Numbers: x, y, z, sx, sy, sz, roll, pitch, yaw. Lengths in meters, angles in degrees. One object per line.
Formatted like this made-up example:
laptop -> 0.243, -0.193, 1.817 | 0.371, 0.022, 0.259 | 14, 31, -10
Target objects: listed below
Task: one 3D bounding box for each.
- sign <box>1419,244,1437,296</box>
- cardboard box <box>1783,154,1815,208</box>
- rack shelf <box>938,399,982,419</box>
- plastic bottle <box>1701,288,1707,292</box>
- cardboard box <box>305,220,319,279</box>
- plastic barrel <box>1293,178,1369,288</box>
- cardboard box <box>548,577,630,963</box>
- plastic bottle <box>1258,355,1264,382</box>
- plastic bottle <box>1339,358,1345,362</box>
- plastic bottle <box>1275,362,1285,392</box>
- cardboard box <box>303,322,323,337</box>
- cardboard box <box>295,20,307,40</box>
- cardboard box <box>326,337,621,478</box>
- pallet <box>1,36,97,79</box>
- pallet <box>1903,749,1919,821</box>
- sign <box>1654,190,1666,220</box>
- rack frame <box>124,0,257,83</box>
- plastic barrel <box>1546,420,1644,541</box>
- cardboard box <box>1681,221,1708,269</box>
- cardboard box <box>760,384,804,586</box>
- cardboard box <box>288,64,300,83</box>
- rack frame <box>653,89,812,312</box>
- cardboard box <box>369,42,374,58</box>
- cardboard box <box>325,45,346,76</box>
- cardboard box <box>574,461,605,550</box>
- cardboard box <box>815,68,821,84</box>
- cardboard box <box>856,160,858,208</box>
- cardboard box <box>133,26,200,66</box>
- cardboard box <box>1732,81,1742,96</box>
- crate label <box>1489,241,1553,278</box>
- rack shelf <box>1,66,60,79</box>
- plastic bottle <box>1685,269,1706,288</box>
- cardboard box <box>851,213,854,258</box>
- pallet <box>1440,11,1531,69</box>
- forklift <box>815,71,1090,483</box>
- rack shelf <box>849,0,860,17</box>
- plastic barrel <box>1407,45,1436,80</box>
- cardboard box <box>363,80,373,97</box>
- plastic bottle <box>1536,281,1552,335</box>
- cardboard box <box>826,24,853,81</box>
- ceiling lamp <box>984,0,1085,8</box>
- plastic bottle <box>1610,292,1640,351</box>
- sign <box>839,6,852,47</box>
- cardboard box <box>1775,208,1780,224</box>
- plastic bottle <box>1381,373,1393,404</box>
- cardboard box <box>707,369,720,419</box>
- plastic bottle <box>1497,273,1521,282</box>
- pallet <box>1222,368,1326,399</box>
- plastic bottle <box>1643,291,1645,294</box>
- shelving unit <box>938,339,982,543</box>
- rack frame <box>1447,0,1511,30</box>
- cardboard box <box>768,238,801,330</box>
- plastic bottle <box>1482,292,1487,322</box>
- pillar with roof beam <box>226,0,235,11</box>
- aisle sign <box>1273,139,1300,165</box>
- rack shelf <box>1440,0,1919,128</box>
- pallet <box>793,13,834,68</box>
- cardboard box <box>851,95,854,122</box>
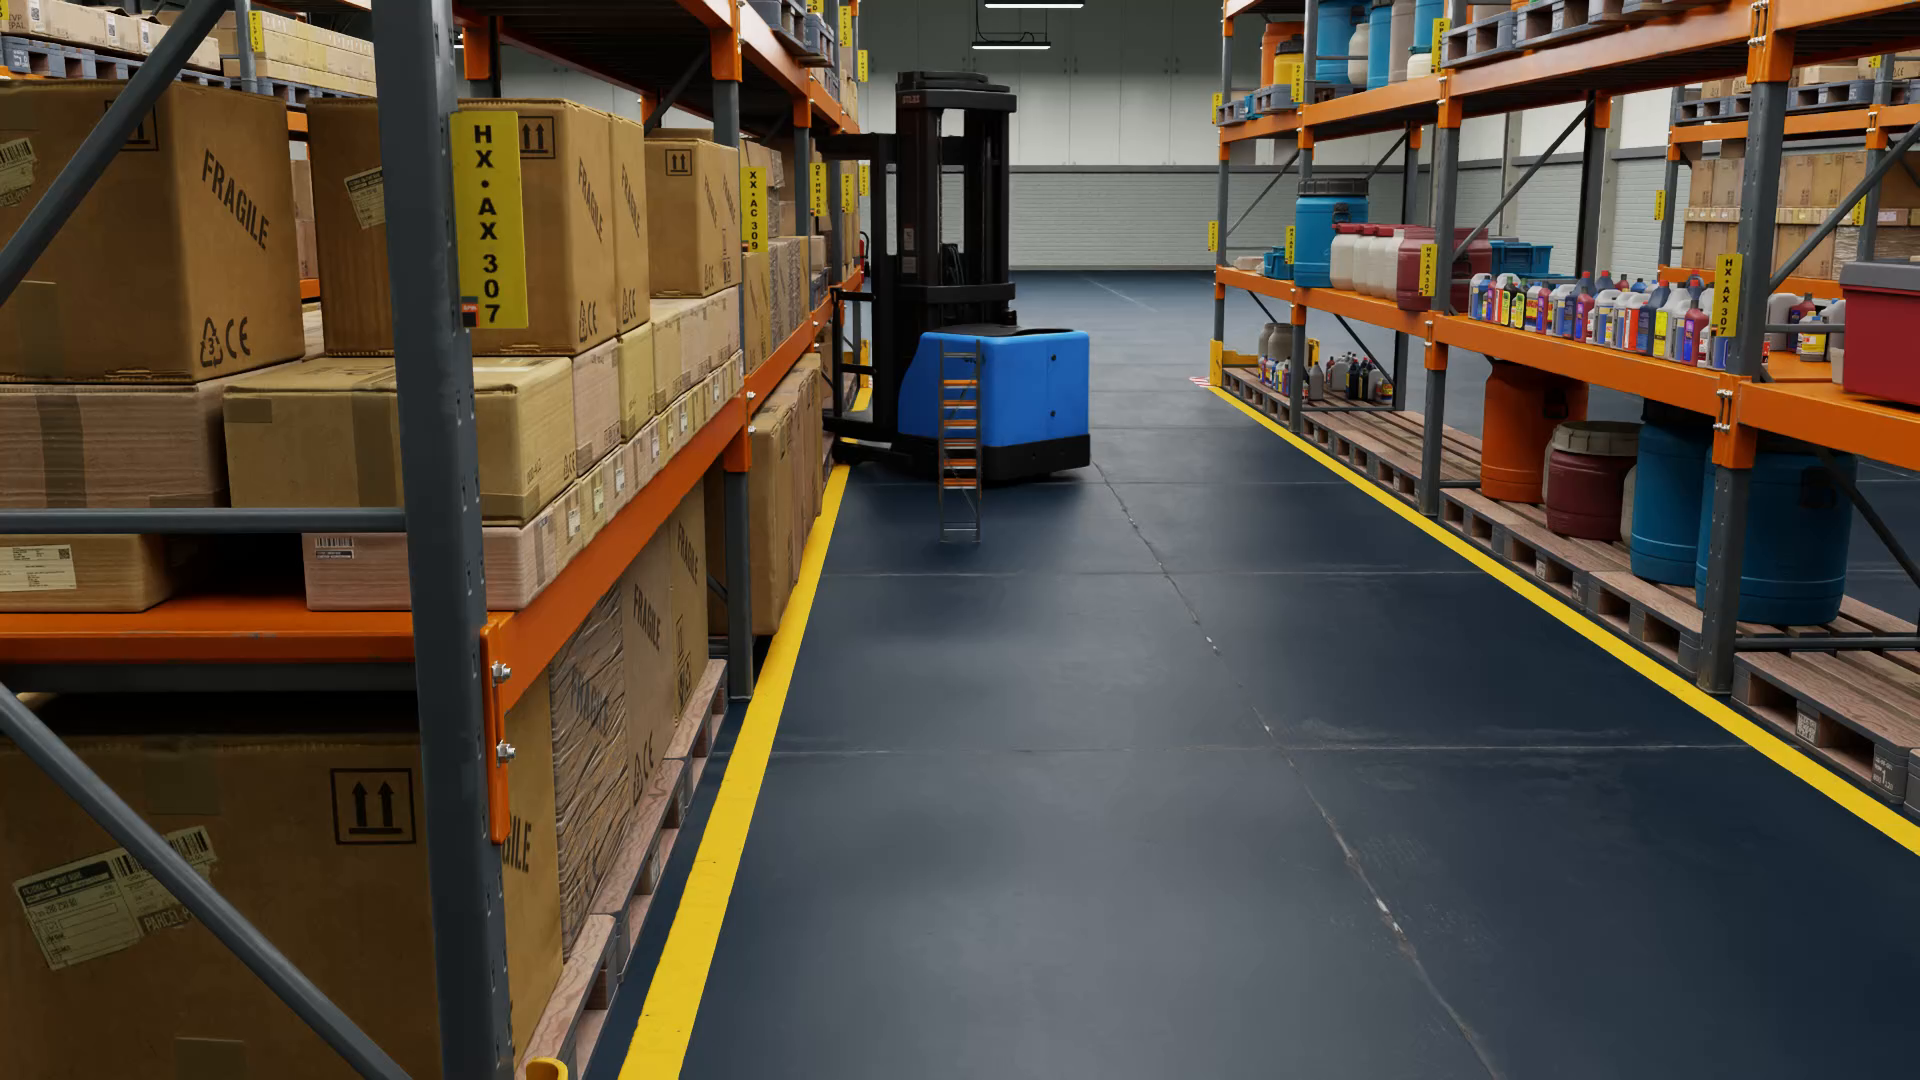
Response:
sign -> 2.964, -1.710, 10.532 | 0.100, 0.325, 0.005 | 0, 11, -1
cardboard box -> 8.346, -3.421, 15.863 | 0.700, 0.500, 0.500 | 0, 11, -1
rack shelf -> 0.000, -0.783, 9.915 | 0.258, 0.103, 0.180 | 0, 11, -1
plastic bottle -> 3.820, -1.160, 8.557 | 0.097, 0.271, 0.097 | 0, 11, 0
cardboard box -> -6.429, -2.772, 15.800 | 0.875, 0.550, 0.550 | 0, 11, -1
plastic barrel -> 3.136, -2.596, 14.051 | 0.600, 0.901, 0.708 | 0, 11, -1
cardboard box -> -1.385, 0.505, 4.314 | 0.875, 0.875, 0.875 | 0, 11, -1
plastic bottle -> 3.074, -1.740, 16.849 | 0.097, 0.271, 0.097 | 0, 11, 0
plastic bottle -> 3.805, -1.663, 16.457 | 0.152, 0.276, 0.135 | -1, 11, -3
plastic bottle -> 3.119, -1.571, 16.001 | 0.152, 0.276, 0.135 | 0, 11, 0
cardboard box -> -1.569, -0.392, 4.077 | 0.500, 0.250, 0.500 | -1, 11, -3
cardboard box -> -6.167, -4.626, 15.089 | 0.380, 0.149, 0.250 | 0, 11, -2
cardboard box -> -1.030, -0.295, 3.597 | 0.500, 0.250, 0.500 | 0, 11, -2
pallet -> -6.466, -3.118, 10.814 | 1.213, 0.211, 1.003 | 0, 11, 1
pallet -> 3.678, 0.917, 5.006 | 1.003, 0.211, 1.213 | 0, 11, -1
sign -> 7.746, -3.705, 18.402 | 0.100, 0.325, 0.005 | 0, 11, -1
rack frame -> -6.482, -5.348, 13.787 | 1.000, 3.000, 0.127 | 0, 11, -1
plastic barrel -> 3.564, -0.336, 9.178 | 0.600, 0.588, 0.708 | 0, 11, -1
cardboard box -> 8.297, -3.199, 18.033 | 0.700, 0.500, 0.500 | 0, 11, -1
cardboard box -> -1.408, -0.287, 8.218 | 1.225, 0.875, 0.875 | -1, 11, -3
cardboard box -> -6.161, -4.184, 14.920 | 0.380, 0.149, 0.250 | 0, 11, -1
rack frame -> -1.438, -1.613, 10.466 | 1.000, 3.000, 0.127 | 0, 11, -1
cardboard box -> -6.209, -5.029, 17.080 | 0.380, 0.149, 0.250 | 0, 11, 0
cardboard box -> -6.246, -4.605, 15.988 | 0.500, 0.250, 0.500 | 0, 11, -1
cardboard box -> -0.963, -0.073, 3.509 | 0.380, 0.149, 0.250 | -1, 11, -3
cardboard box -> -1.204, -3.206, 11.151 | 0.500, 0.250, 0.500 | 0, 11, 0
cardboard box -> -1.345, -3.780, 17.631 | 0.500, 0.500, 0.500 | 0, 11, -1
cardboard box -> -6.237, -3.815, 12.843 | 0.500, 0.250, 0.500 | 0, 11, -2
cardboard box -> 8.149, -4.630, 17.016 | 0.380, 0.149, 0.250 | 0, 11, -1
crate label -> 3.763, -1.849, 11.541 | 0.502, 0.435, 0.616 | 0, 11, -1
rack shelf -> -6.441, -3.128, 12.197 | 1.077, 0.370, 4.000 | 0, 11, -1
plastic bottle -> 3.934, -1.272, 8.906 | 0.144, 0.351, 0.185 | 0, 11, -1
cardboard box -> -1.522, -3.090, 16.747 | 0.875, 0.500, 0.500 | 0, 11, -1
pallet -> 3.432, -2.858, 9.535 | 1.003, 0.211, 1.213 | 0, 11, -1
forklift -> -0.415, -2.072, 12.901 | 1.130, 2.935, 3.031 | -11, 16, -43
rack shelf -> -1.562, -5.392, 15.820 | 1.077, 0.370, 4.000 | 0, 11, -1
plastic barrel -> 3.254, -3.287, 11.523 | 0.301, 0.262, 0.301 | 0, 11, 0
cardboard box -> -6.204, -4.589, 16.913 | 0.380, 0.149, 0.250 | 0, 11, -1
plastic bottle -> 3.178, -1.259, 9.014 | 0.061, 0.283, 0.133 | 0, 11, -1
cardboard box -> -1.319, -4.806, 16.403 | 0.500, 0.500, 0.500 | 0, 11, -1
ceiling lamp -> 1.483, -12.263, 33.193 | 2.000, 3.185, 0.800 | 0, 11, -1
plastic bottle -> 3.244, -1.054, 8.022 | 0.152, 0.276, 0.135 | 0, 11, -1
sign -> -0.966, -4.328, 14.011 | 0.100, 0.325, 0.005 | 0, 11, -1
cardboard box -> 8.130, -3.173, 16.274 | 0.380, 0.149, 0.250 | 0, 11, 1
plastic bottle -> 3.863, -1.372, 15.034 | 0.097, 0.271, 0.097 | 0, 11, 0
cardboard box -> -1.006, -0.482, 5.523 | 0.380, 0.149, 0.250 | 0, 11, 0
plastic bottle -> 3.351, -1.486, 10.151 | 0.152, 0.276, 0.135 | 0, 11, -1
pallet -> 3.408, -1.681, 17.812 | 1.003, 0.211, 1.213 | 0, 11, -1
plastic bottle -> 3.943, -1.330, 9.572 | 0.097, 0.201, 0.097 | 0, 11, 0
shelving unit -> 0.000, -0.591, 9.954 | 0.258, 1.200, 0.189 | 0, 11, -1
rack frame -> 3.514, -4.573, 9.969 | 1.000, 3.000, 0.127 | 0, 11, -1
cardboard box -> -1.176, -1.466, 9.488 | 0.500, 0.500, 0.500 | 0, 11, -2
plastic bottle -> 3.176, -1.406, 9.946 | 0.097, 0.201, 0.097 | 0, 11, 0
pillar with roof beam -> -13.553, -10.728, 40.305 | 9.100, 9.000, 0.548 | 0, 11, -1
aisle sign -> 3.644, -4.513, 18.223 | 0.394, 0.787, 0.004 | 0, 11, -1
rack shelf -> 3.555, -2.353, 8.379 | 1.077, 0.370, 4.000 | 0, 11, -1
pallet -> -1.372, -2.863, 9.556 | 1.213, 0.211, 1.003 | 0, 11, 1
cardboard box -> -1.324, -4.304, 16.562 | 0.500, 0.250, 0.500 | 0, 11, 0
